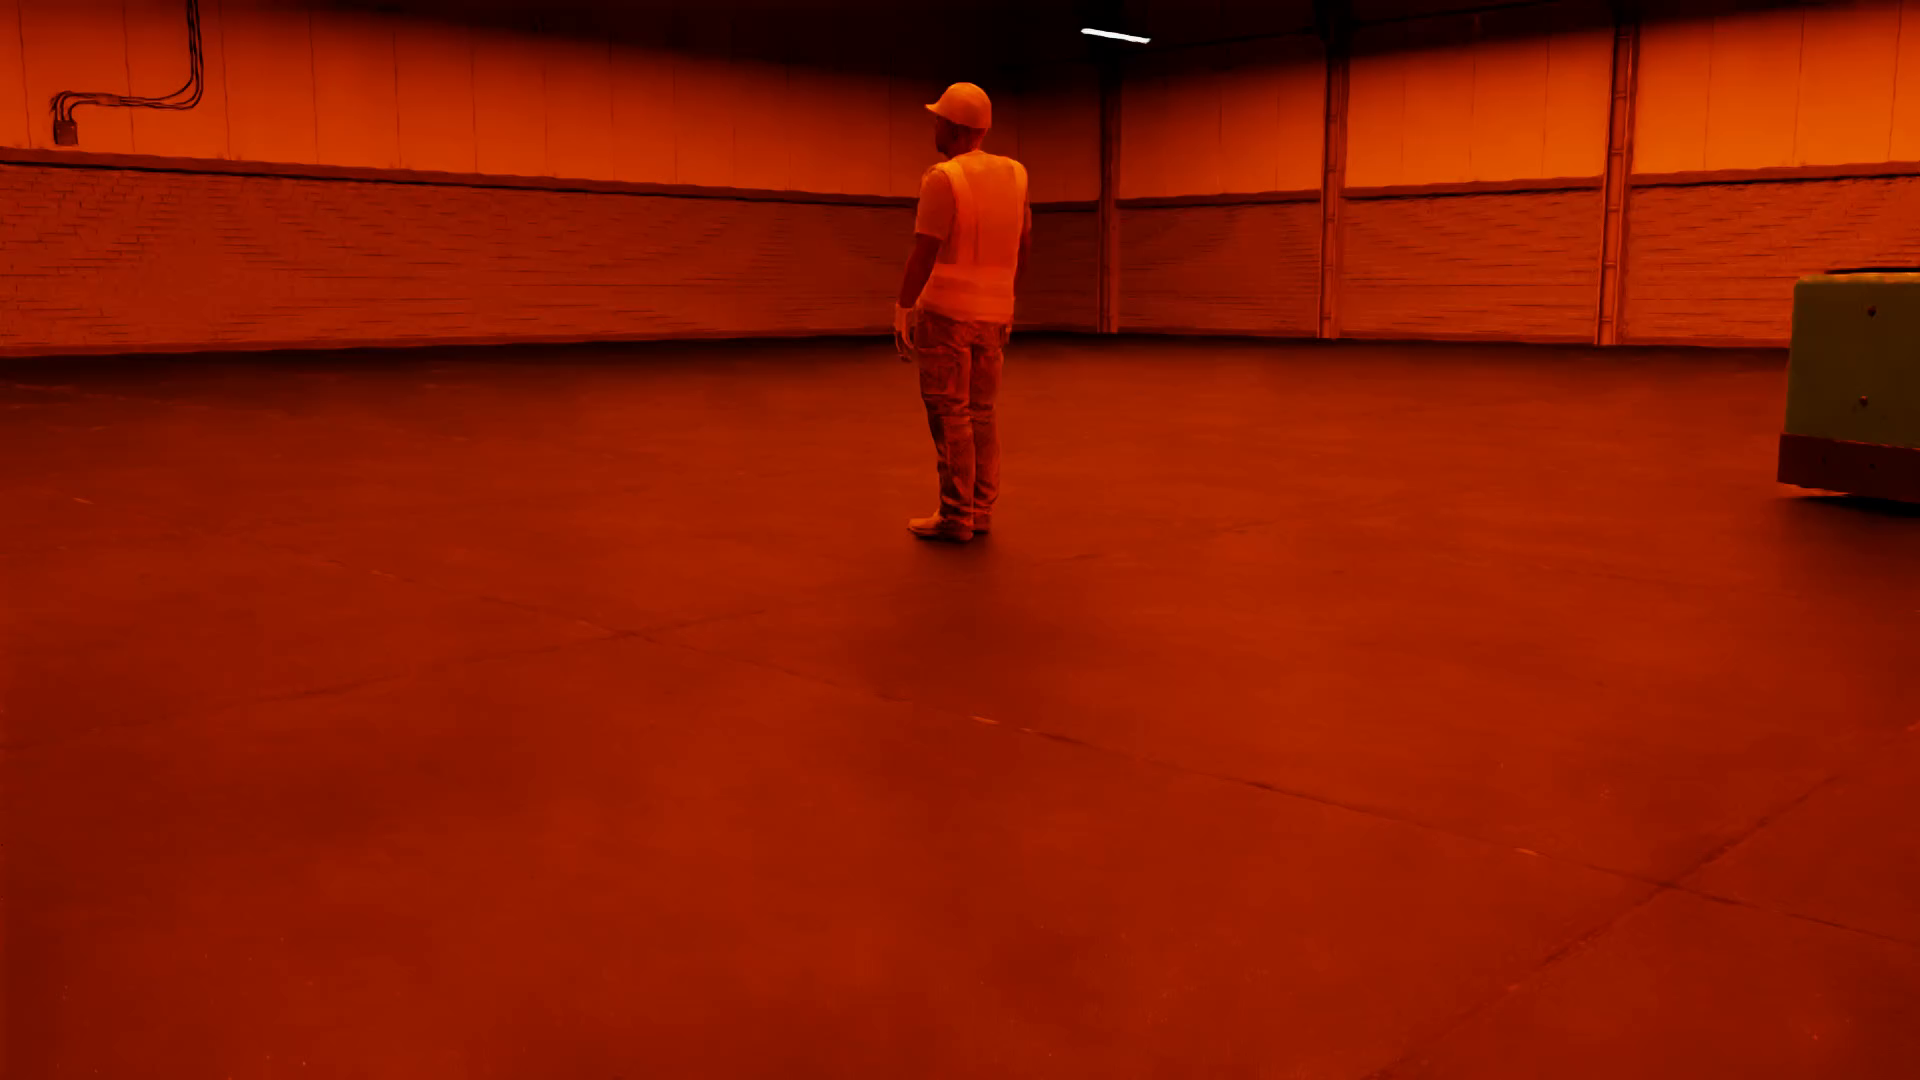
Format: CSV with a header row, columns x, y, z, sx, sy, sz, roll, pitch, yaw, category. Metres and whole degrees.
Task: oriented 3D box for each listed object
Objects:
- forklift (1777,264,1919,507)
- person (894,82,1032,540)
x,y,z,sx,sy,sz,roll,pitch,yaw,category
5.564,-1.646,7.808,3.031,2.935,1.130,-2,9,-13,forklift
-0.046,-0.895,6.639,0.576,1.777,0.655,8,12,43,person
